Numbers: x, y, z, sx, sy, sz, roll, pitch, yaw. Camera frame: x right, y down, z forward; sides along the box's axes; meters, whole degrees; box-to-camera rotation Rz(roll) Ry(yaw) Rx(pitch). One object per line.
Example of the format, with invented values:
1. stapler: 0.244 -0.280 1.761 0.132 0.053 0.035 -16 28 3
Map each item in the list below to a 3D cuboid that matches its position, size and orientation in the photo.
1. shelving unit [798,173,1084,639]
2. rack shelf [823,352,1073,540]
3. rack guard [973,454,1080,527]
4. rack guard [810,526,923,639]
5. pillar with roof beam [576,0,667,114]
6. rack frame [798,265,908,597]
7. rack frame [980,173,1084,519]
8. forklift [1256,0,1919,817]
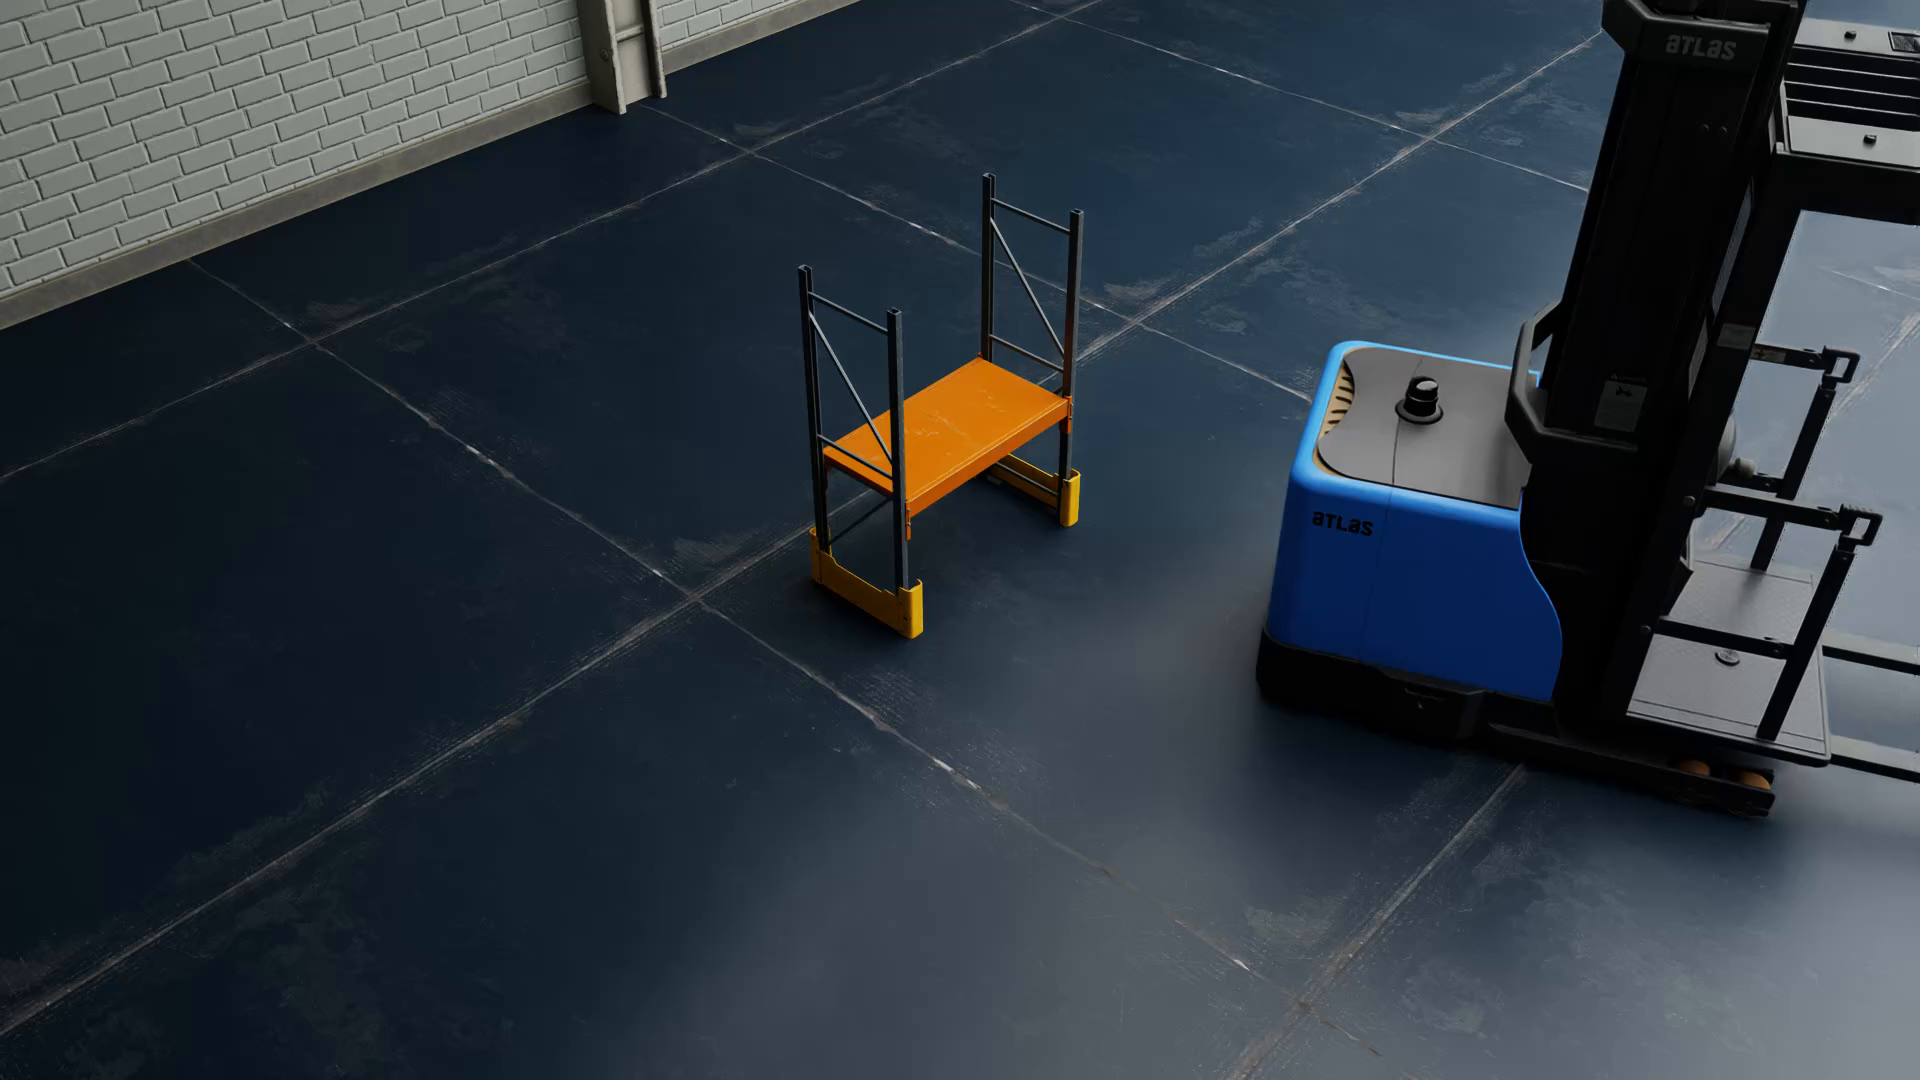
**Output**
1. shelving unit: -0.051 -0.552 6.739 0.587 1.500 1.083 30 47 32
2. rack shelf: -0.058 -0.407 6.846 0.538 0.185 1.000 30 47 32
3. rack guard: 0.285 -0.292 7.416 0.587 0.250 0.087 30 47 32
4. rack guard: -0.387 0.166 6.840 0.587 0.250 0.087 30 47 32
5. pillar with roof beam: 1.011 -4.605 5.811 9.100 9.000 0.400 30 47 32
6. rack frame: -0.401 -0.314 6.440 0.500 1.500 0.032 30 47 32
7. rack frame: 0.285 -0.781 7.028 0.500 1.500 0.032 30 47 32
8. forklift: 2.727 -0.523 5.553 3.031 2.935 1.130 12 40 15
